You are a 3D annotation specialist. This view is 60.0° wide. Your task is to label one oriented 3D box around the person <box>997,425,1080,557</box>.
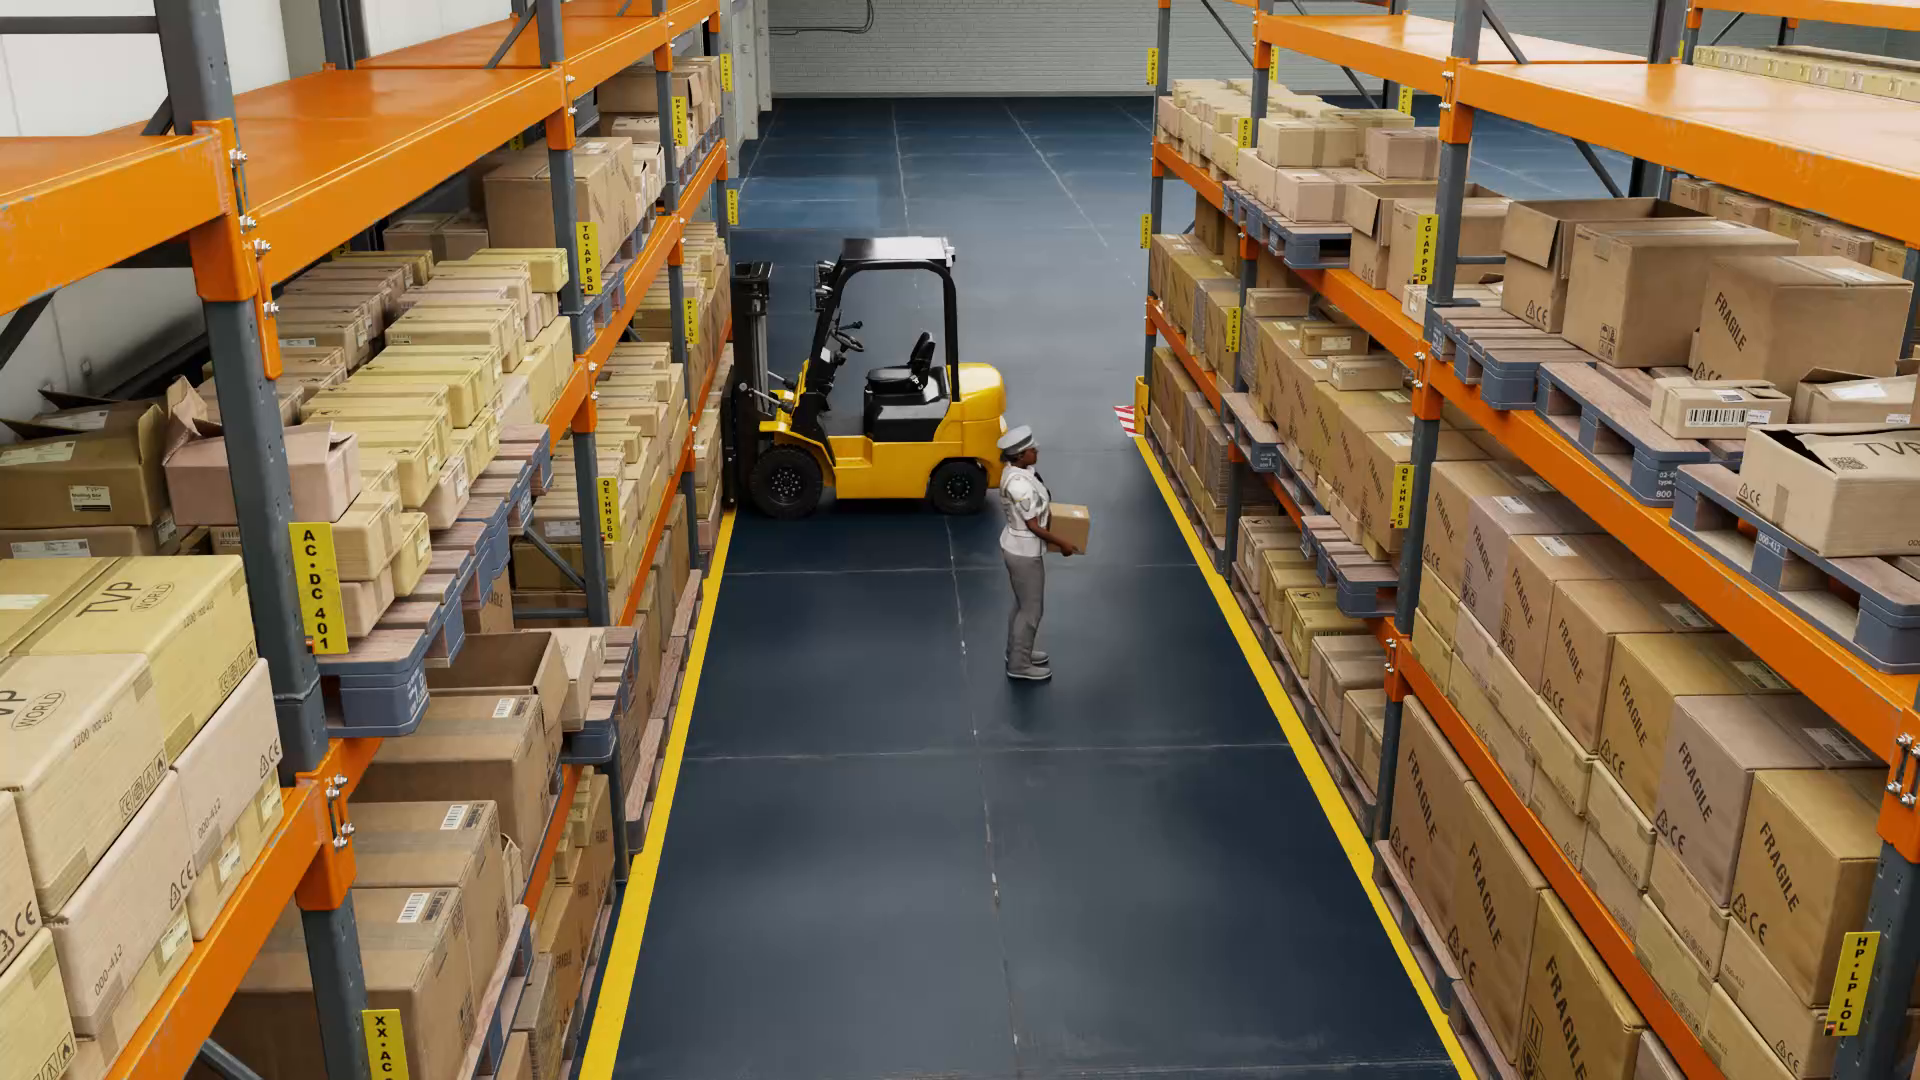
[{"bbox_3d":[0.501,-0.324,10.694,0.532,0.826,0.444,-1,21,-2],"label":"person"}]
